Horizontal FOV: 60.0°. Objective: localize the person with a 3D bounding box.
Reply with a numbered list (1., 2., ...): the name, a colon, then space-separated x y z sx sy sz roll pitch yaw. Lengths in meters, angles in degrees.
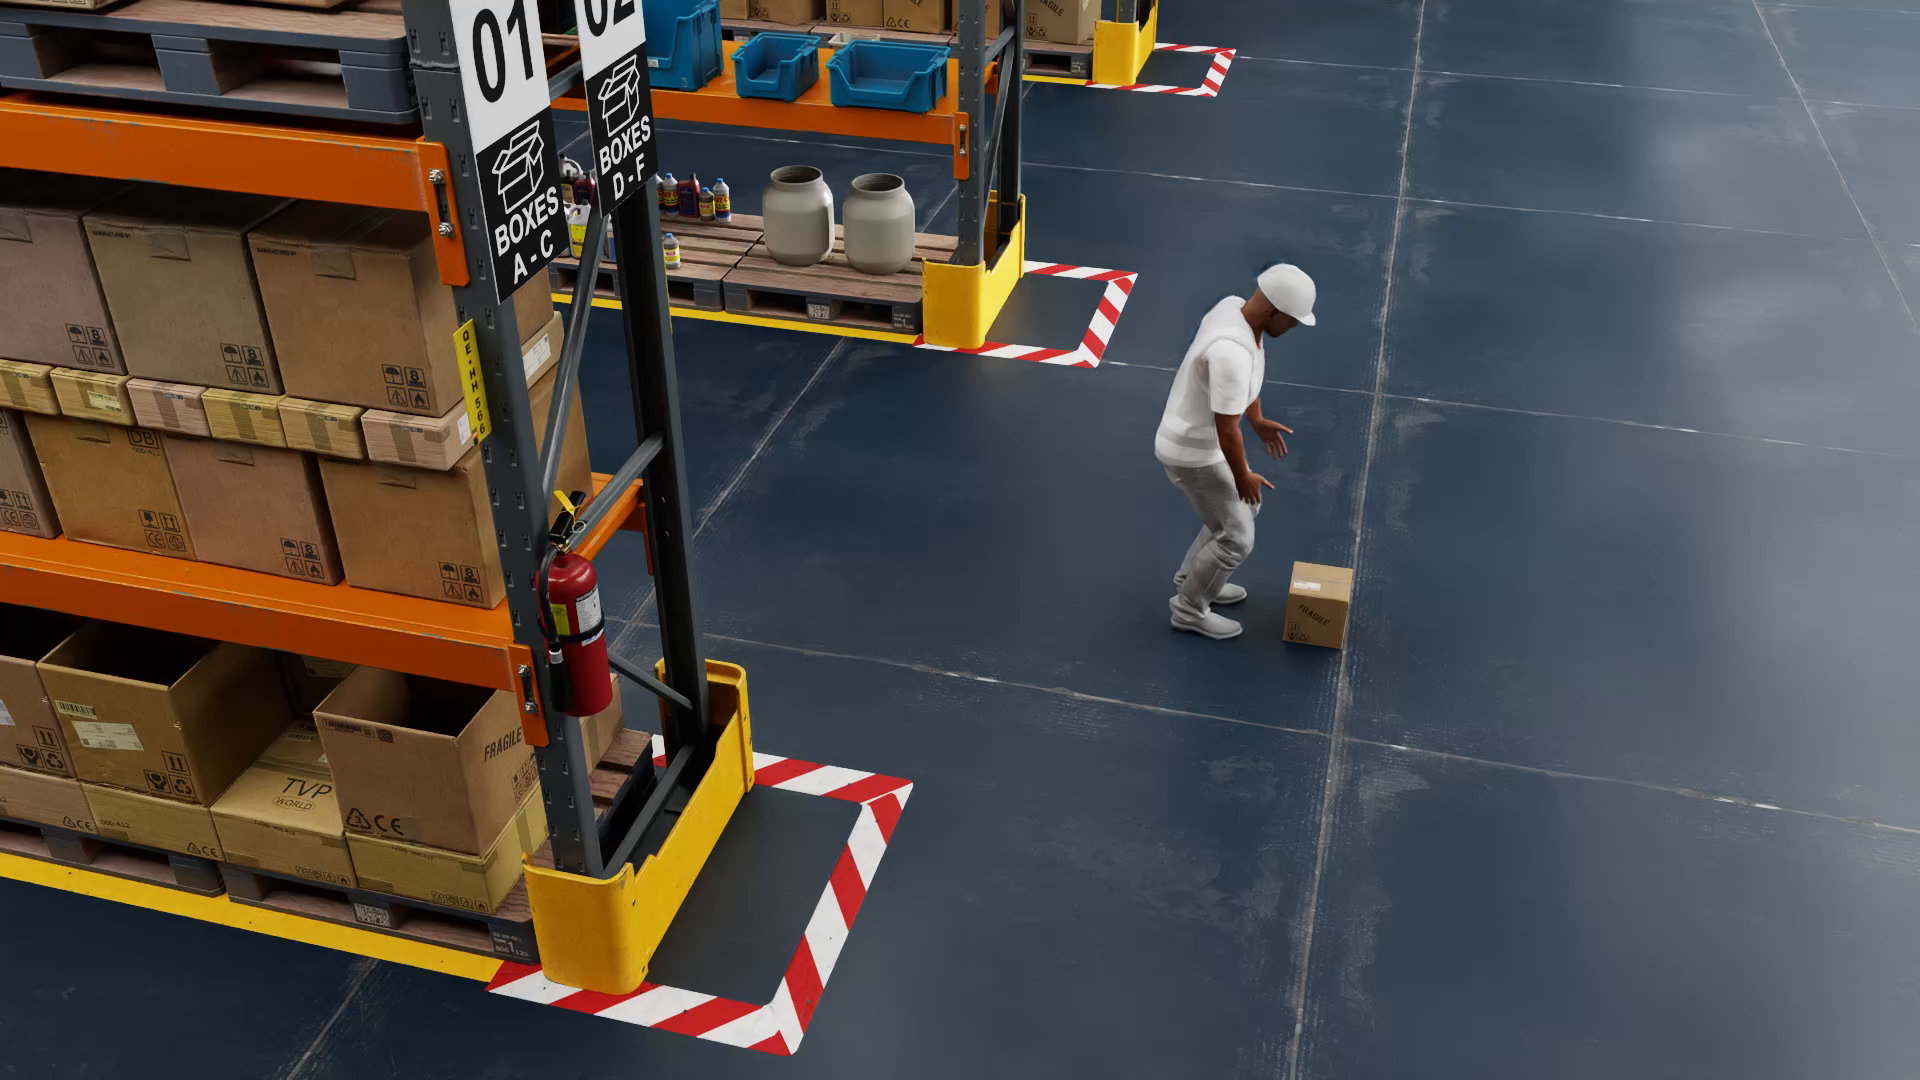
1. person: 1.103 -0.387 6.847 0.576 1.633 0.613 9 34 13
